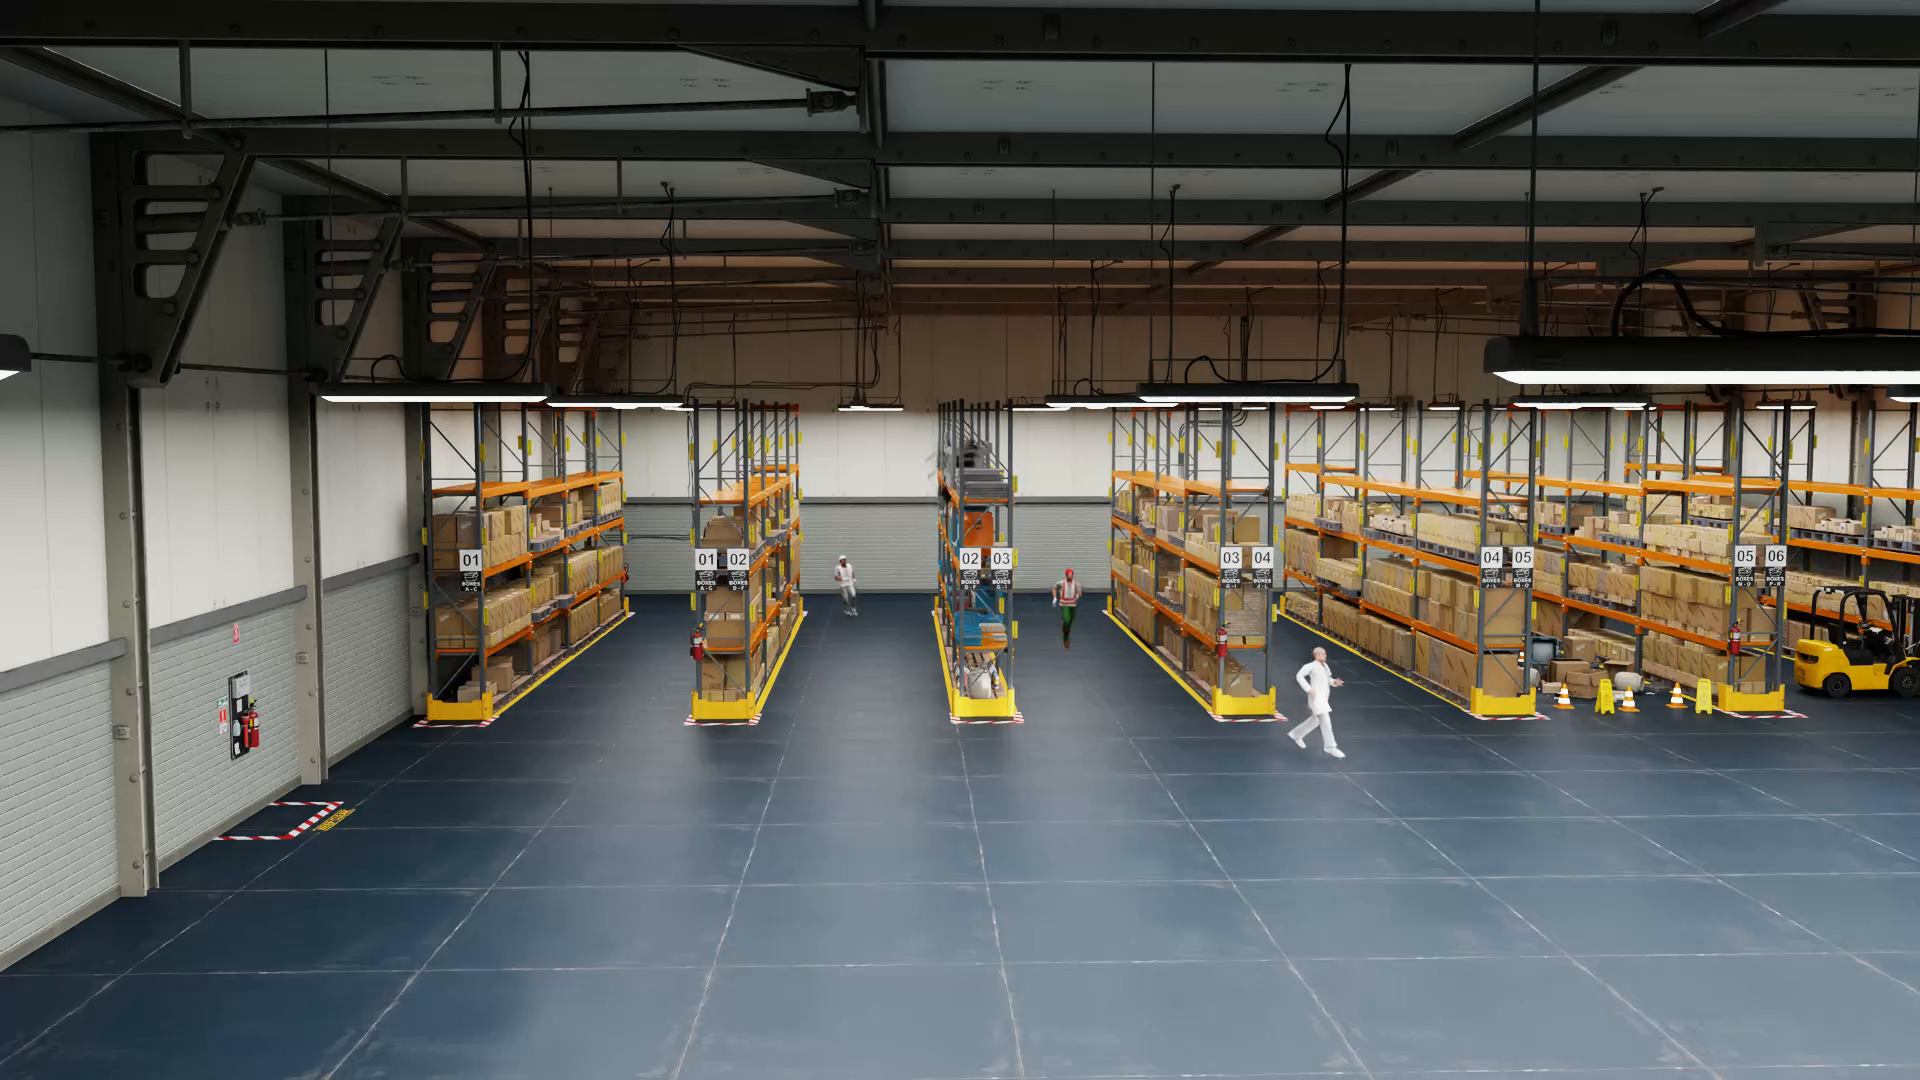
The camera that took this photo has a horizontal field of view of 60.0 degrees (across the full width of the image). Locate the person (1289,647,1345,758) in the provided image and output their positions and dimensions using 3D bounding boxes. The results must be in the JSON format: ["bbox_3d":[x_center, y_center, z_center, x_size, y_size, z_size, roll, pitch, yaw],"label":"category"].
[{"bbox_3d":[6.011,2.700,27.932,1.028,1.805,0.703,3,5,33],"label":"person"}]

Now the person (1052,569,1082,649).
[{"bbox_3d":[2.540,1.600,38.992,0.645,1.869,0.800,-1,5,-16],"label":"person"}]

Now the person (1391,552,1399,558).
[{"bbox_3d":[12.864,1.164,49.250,0.682,1.655,0.607,1,4,8],"label":"person"}]

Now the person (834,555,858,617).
[{"bbox_3d":[-3.208,1.288,46.769,0.692,1.739,0.666,-2,5,-21],"label":"person"}]
